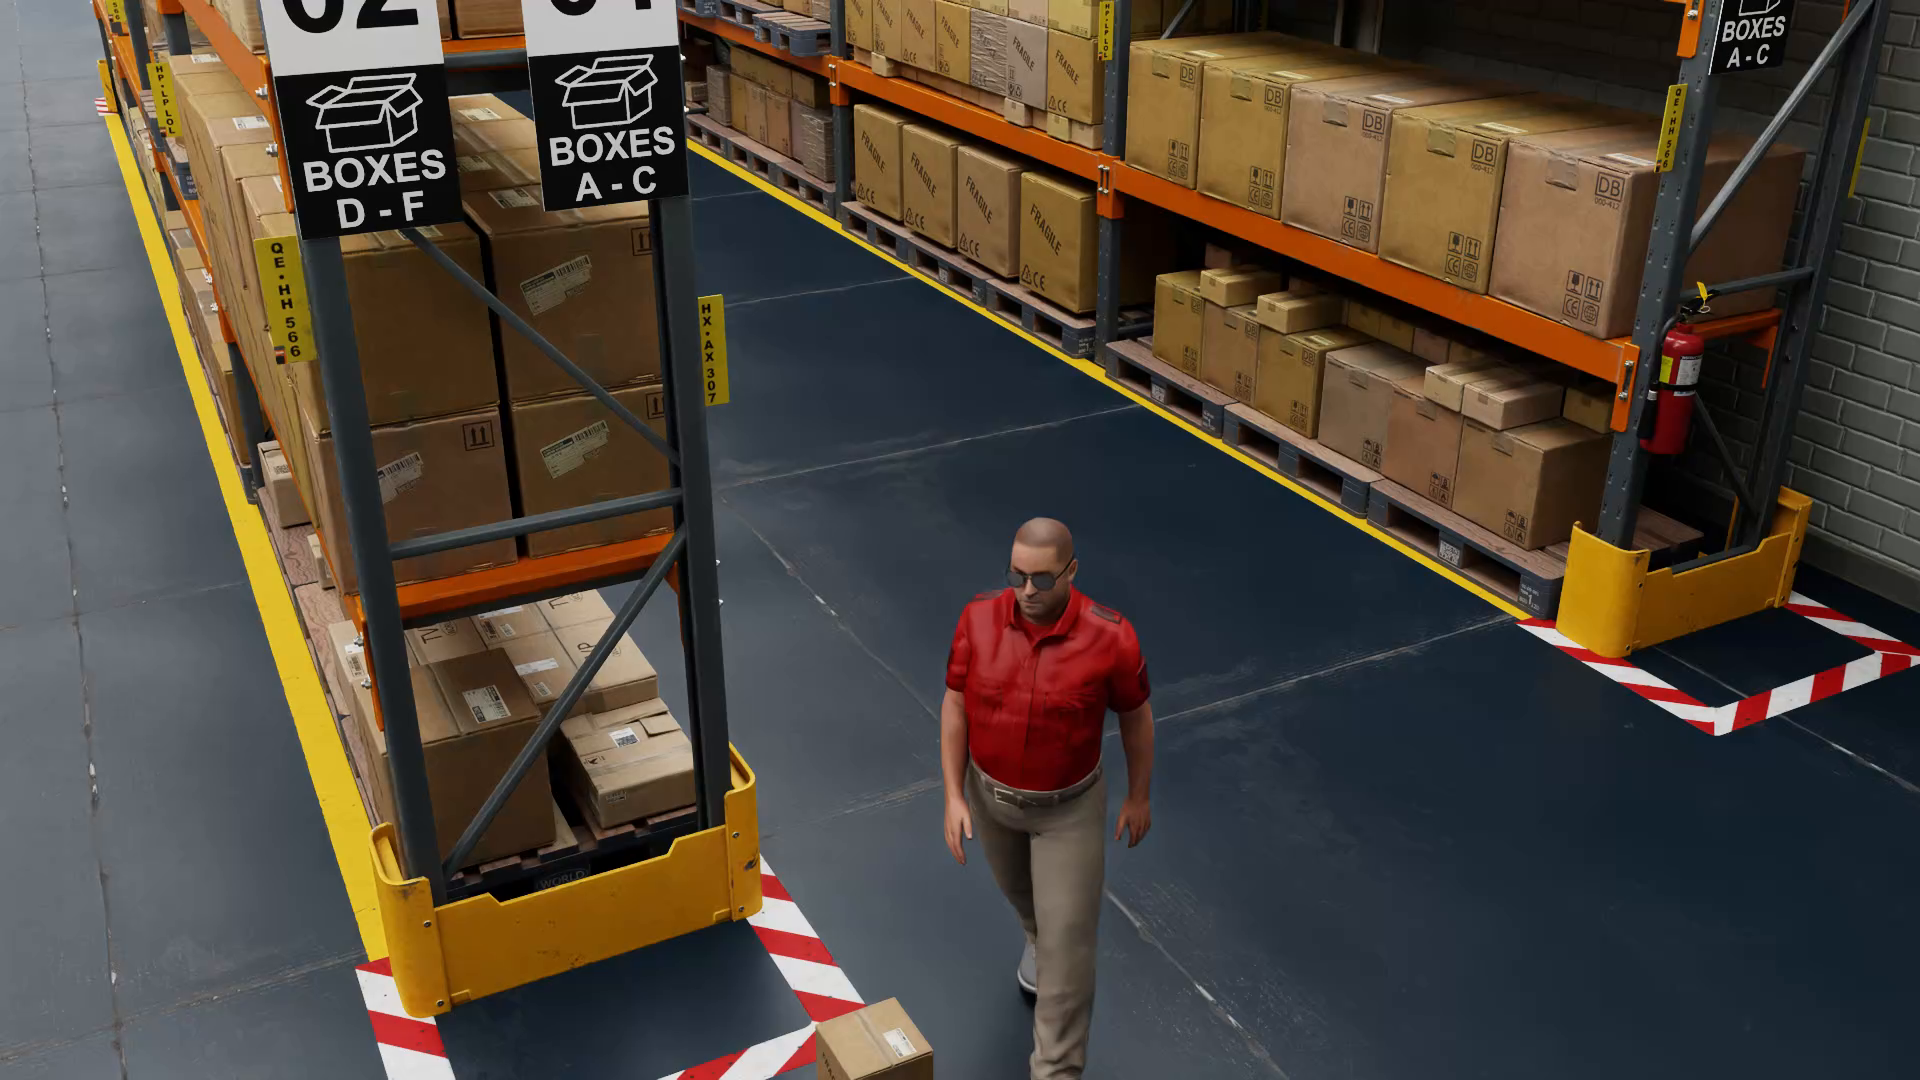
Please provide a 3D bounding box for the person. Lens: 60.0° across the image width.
[{"bbox_3d":[0.193,0.740,4.579,0.579,1.674,1.007,12,28,23],"label":"person"}]
